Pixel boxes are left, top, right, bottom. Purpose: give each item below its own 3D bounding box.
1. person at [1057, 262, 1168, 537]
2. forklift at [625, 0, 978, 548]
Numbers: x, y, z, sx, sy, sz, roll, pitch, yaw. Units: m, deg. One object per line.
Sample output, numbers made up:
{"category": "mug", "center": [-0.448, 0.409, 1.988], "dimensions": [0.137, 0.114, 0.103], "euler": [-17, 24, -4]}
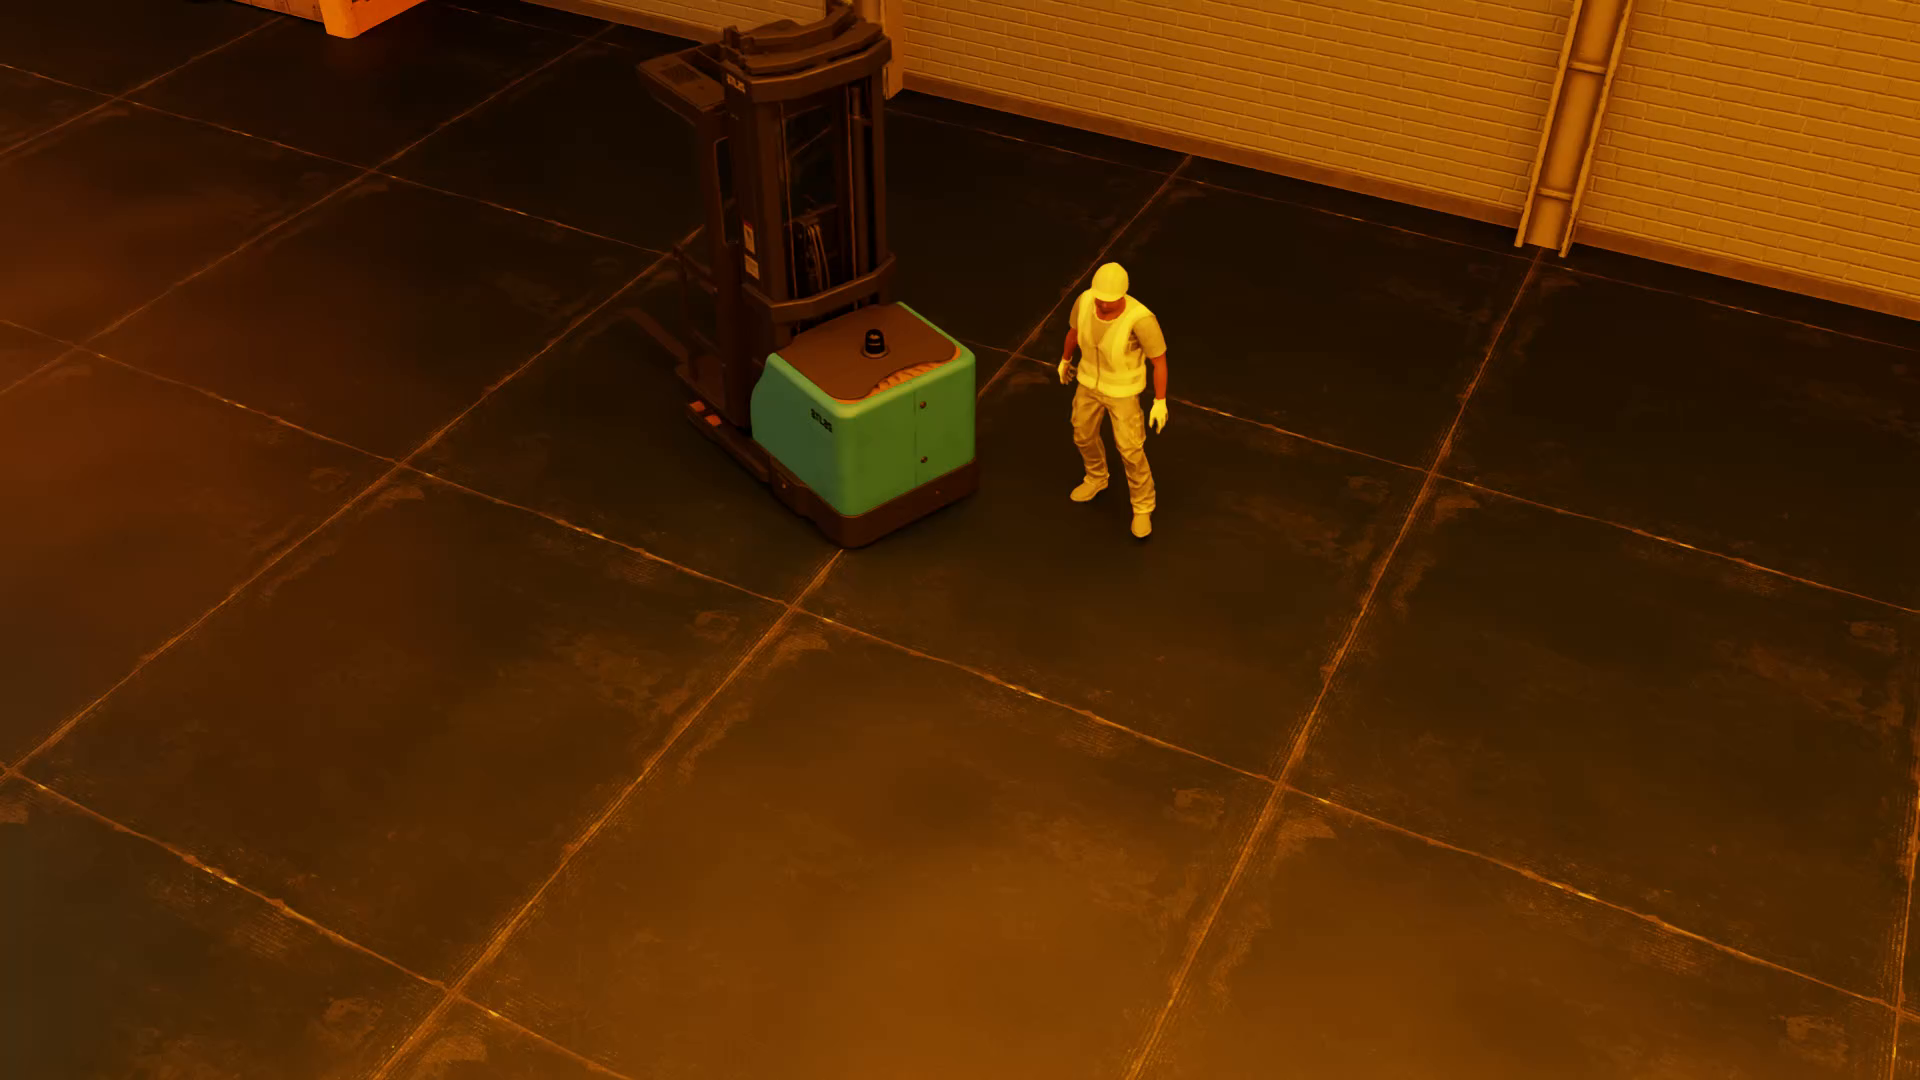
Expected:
{"category": "person", "center": [0.897, -0.909, 9.982], "dimensions": [0.840, 1.751, 0.426], "euler": [26, 46, 27]}
{"category": "forklift", "center": [-1.194, -1.965, 10.320], "dimensions": [1.130, 2.935, 3.031], "euler": [-27, 47, -28]}
